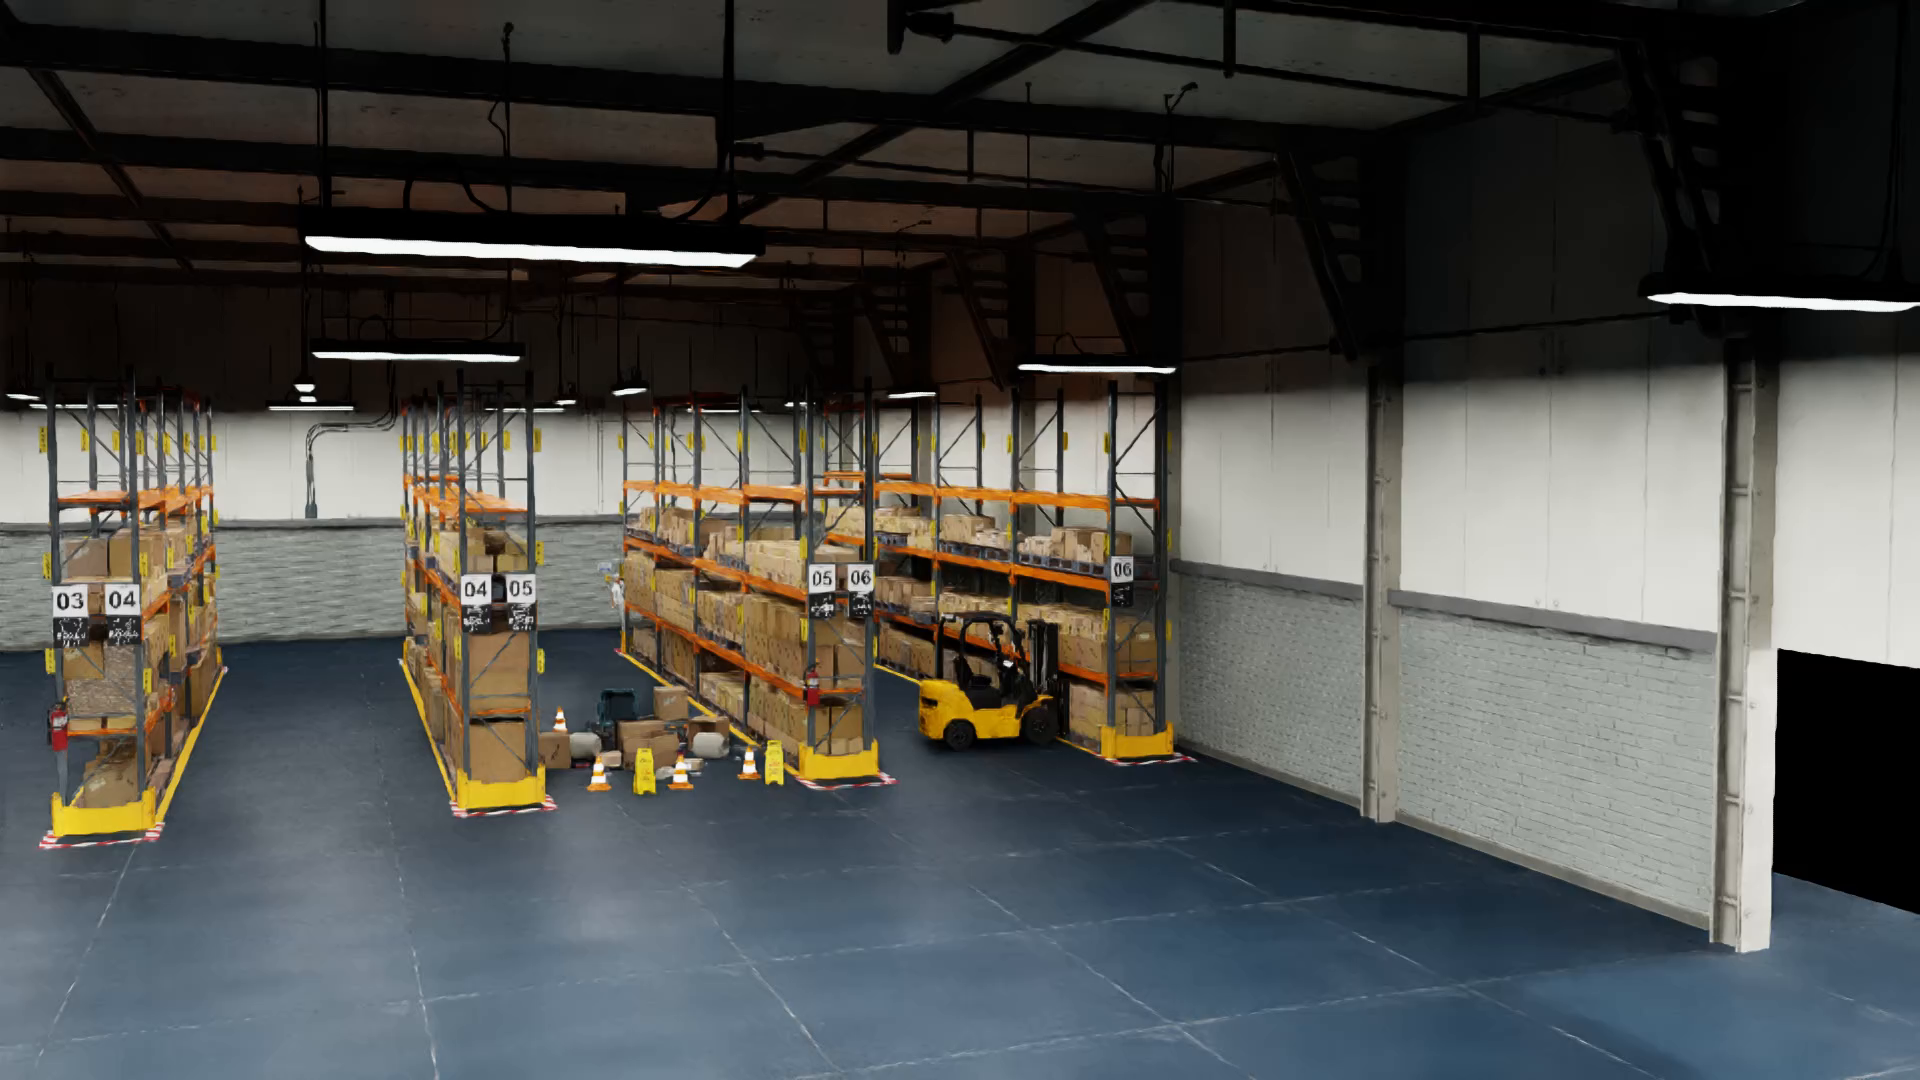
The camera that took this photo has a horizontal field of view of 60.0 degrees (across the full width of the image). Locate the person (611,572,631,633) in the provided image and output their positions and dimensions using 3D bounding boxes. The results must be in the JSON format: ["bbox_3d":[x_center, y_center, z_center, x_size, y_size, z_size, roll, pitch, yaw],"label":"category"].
[{"bbox_3d":[-8.746,1.670,43.123,0.588,1.689,0.531,2,4,32],"label":"person"}]
